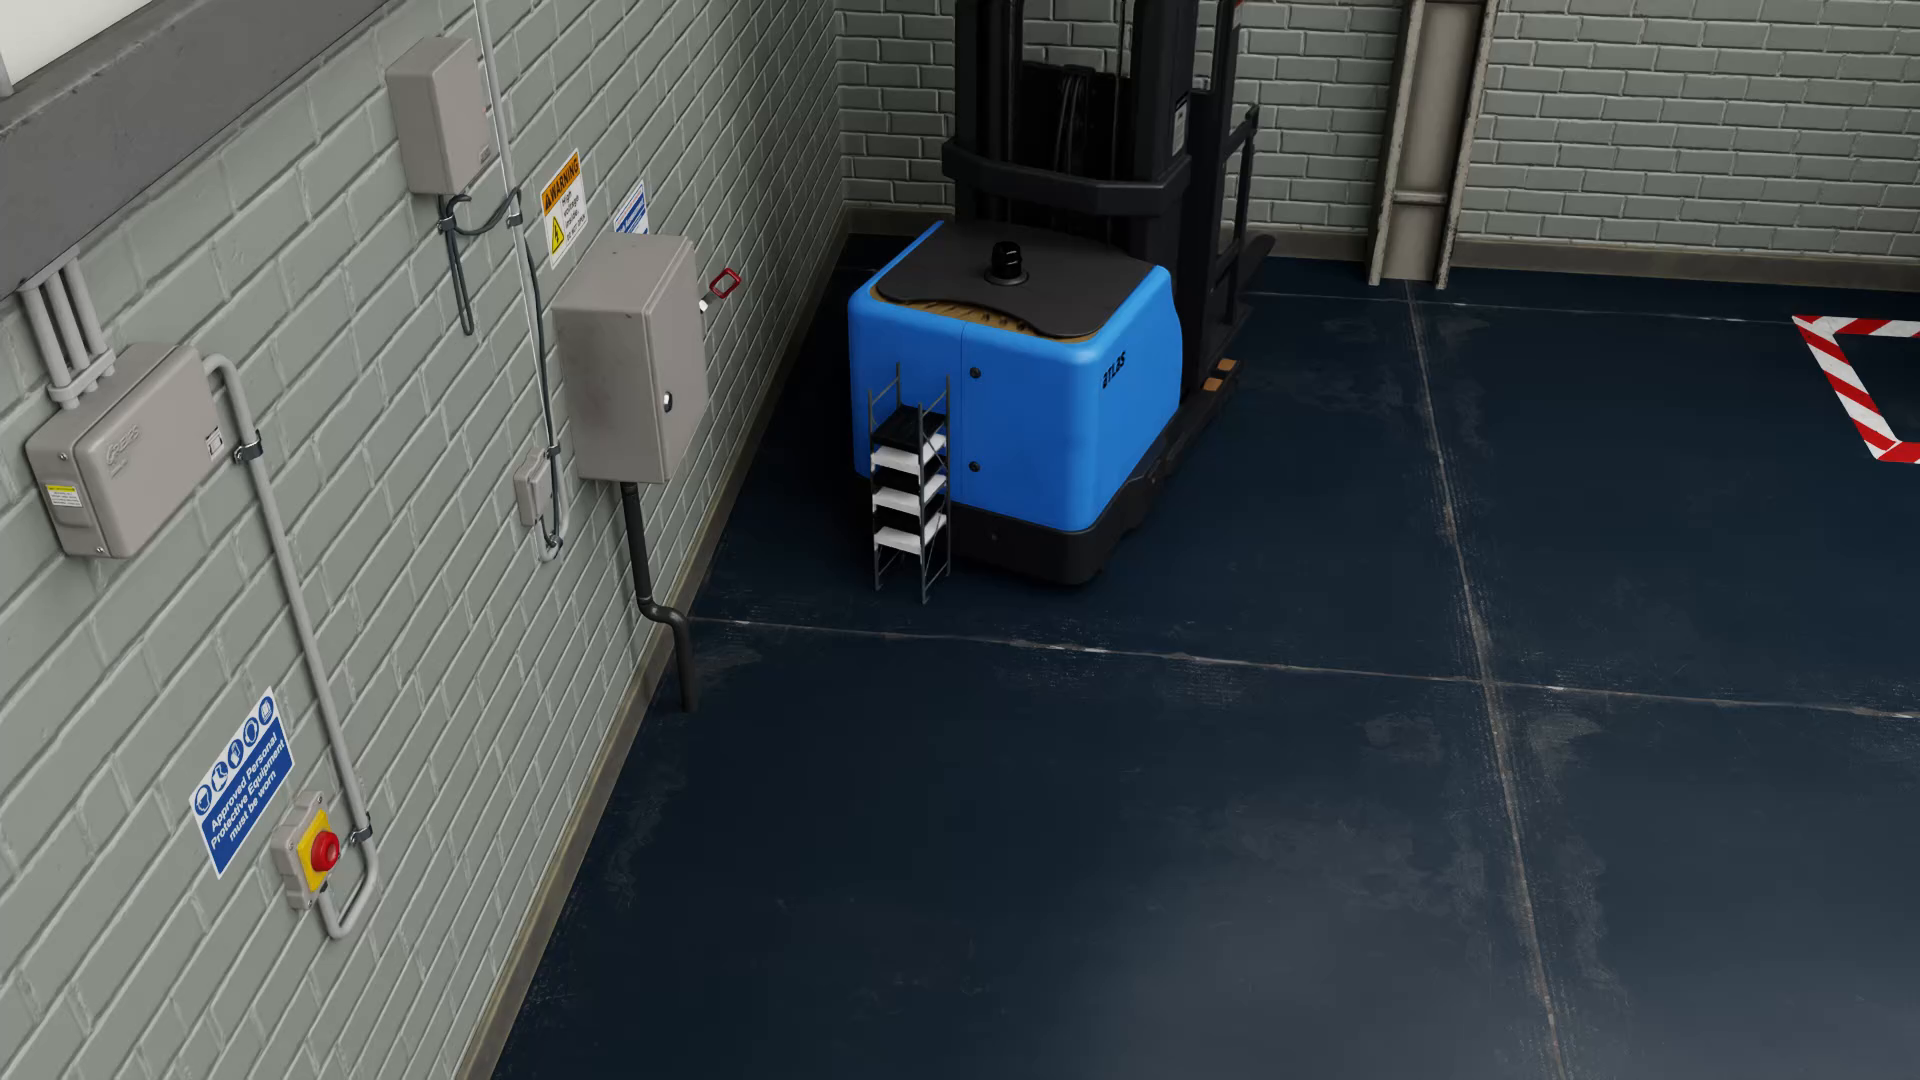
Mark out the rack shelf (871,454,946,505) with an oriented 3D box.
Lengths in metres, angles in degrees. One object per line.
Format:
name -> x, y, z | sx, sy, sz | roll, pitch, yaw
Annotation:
rack shelf -> -0.183, -0.248, 6.225 | 0.200, 0.077, 0.258 | 16, 39, 21

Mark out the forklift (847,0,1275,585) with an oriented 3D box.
forklift -> 0.659, -1.865, 6.841 | 1.130, 2.935, 3.031 | 16, 38, 21

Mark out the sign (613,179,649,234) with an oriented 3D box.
sign -> -1.070, -0.900, 5.511 | 0.001, 0.494, 0.329 | 4, 36, 6

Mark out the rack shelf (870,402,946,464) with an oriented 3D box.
rack shelf -> -0.184, -0.395, 6.120 | 0.200, 0.077, 0.258 | 16, 39, 21

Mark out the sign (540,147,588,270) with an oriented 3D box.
sign -> -1.140, -0.959, 4.800 | 0.001, 0.242, 0.339 | 4, 36, 6

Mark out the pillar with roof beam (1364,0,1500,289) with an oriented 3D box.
pillar with roof beam -> 1.776, -2.576, 2.614 | 0.400, 9.000, 9.100 | 4, 36, 6

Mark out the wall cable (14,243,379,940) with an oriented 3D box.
wall cable -> -1.340, 0.134, 3.078 | 0.123, 1.953, 0.585 | 4, 36, 6

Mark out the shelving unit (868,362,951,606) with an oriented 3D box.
shelving unit -> -0.183, -0.202, 6.258 | 0.210, 0.900, 0.258 | 16, 39, 21

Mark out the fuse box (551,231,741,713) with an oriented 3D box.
fuse box -> -0.928, -0.115, 5.438 | 0.414, 1.711, 0.539 | 4, 36, 6

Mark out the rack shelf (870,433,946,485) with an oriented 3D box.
rack shelf -> -0.183, -0.321, 6.173 | 0.200, 0.077, 0.258 | 16, 39, 21

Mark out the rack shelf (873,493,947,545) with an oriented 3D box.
rack shelf -> -0.183, -0.102, 6.330 | 0.200, 0.077, 0.258 | 16, 39, 21

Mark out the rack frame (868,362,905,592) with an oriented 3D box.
rack frame -> -0.275, -0.228, 6.294 | 0.006, 0.900, 0.240 | 16, 39, 21

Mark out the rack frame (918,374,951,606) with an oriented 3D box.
rack frame -> -0.092, -0.176, 6.222 | 0.006, 0.900, 0.240 | 16, 39, 21

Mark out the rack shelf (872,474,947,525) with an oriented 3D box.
rack shelf -> -0.183, -0.175, 6.278 | 0.200, 0.077, 0.258 | 16, 39, 21

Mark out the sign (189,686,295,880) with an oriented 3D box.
sign -> -1.407, 0.474, 3.272 | 0.001, 0.218, 0.327 | 4, 36, 6

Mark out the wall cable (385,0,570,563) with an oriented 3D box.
wall cable -> -1.171, -0.671, 4.234 | 0.122, 1.984, 0.588 | 4, 36, 6

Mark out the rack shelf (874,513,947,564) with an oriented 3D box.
rack shelf -> -0.183, -0.029, 6.382 | 0.200, 0.077, 0.258 | 16, 39, 21

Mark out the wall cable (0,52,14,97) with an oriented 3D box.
wall cable -> -1.422, -1.736, 1.437 | 0.029, 3.000, 0.463 | 4, 36, 6
